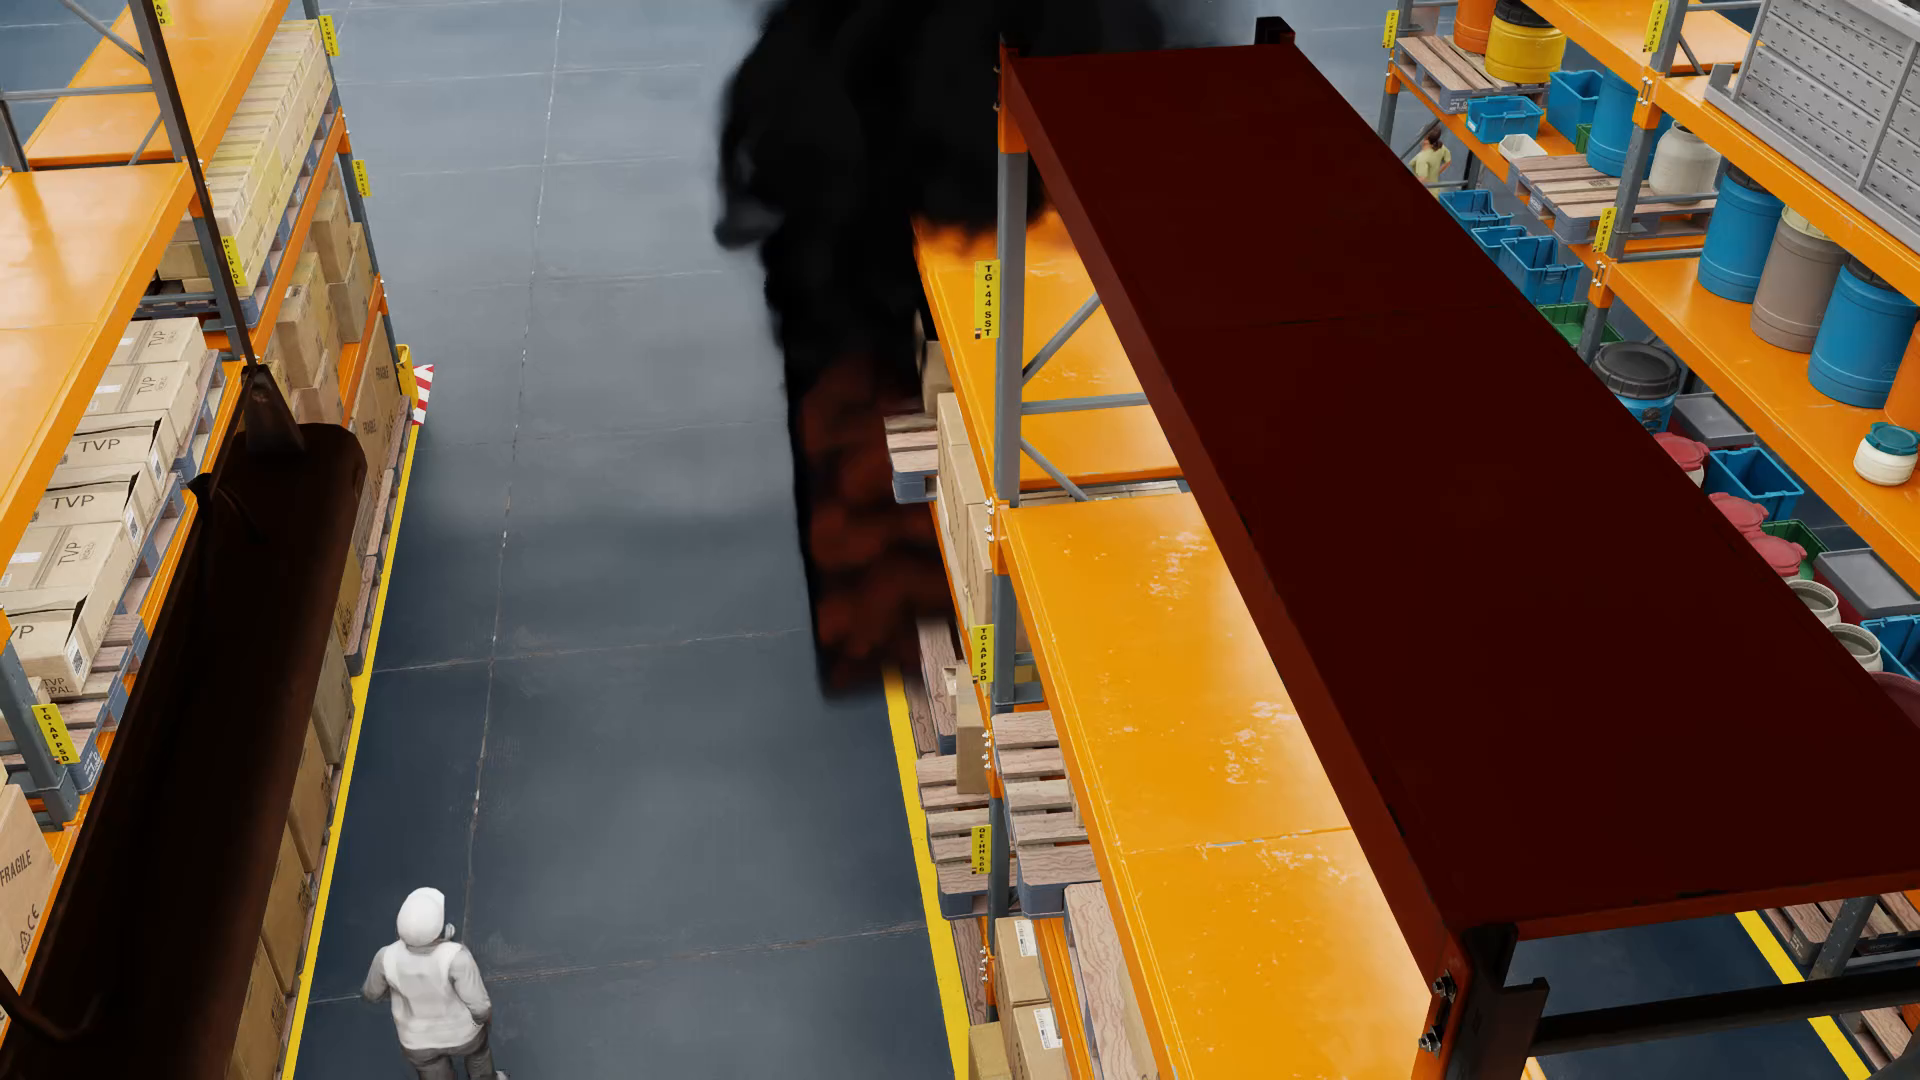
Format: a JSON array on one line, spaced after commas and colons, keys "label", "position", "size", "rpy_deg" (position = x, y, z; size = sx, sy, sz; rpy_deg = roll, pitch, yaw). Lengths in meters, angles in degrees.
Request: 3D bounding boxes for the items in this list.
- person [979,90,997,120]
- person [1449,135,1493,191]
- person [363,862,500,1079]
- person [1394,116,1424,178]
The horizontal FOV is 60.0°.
[{"label": "person", "position": [0.145, -4.627, 18.282], "size": [0.595, 1.733, 0.658], "rpy_deg": [15, 39, 19]}, {"label": "person", "position": [5.684, -4.650, 18.324], "size": [0.589, 1.719, 0.692], "rpy_deg": [8, 37, 11]}, {"label": "person", "position": [-2.707, 2.438, 8.682], "size": [0.668, 1.756, 0.651], "rpy_deg": [-3, 36, -4]}, {"label": "person", "position": [4.449, -3.549, 16.914], "size": [0.573, 1.615, 0.636], "rpy_deg": [23, 42, 28]}]
